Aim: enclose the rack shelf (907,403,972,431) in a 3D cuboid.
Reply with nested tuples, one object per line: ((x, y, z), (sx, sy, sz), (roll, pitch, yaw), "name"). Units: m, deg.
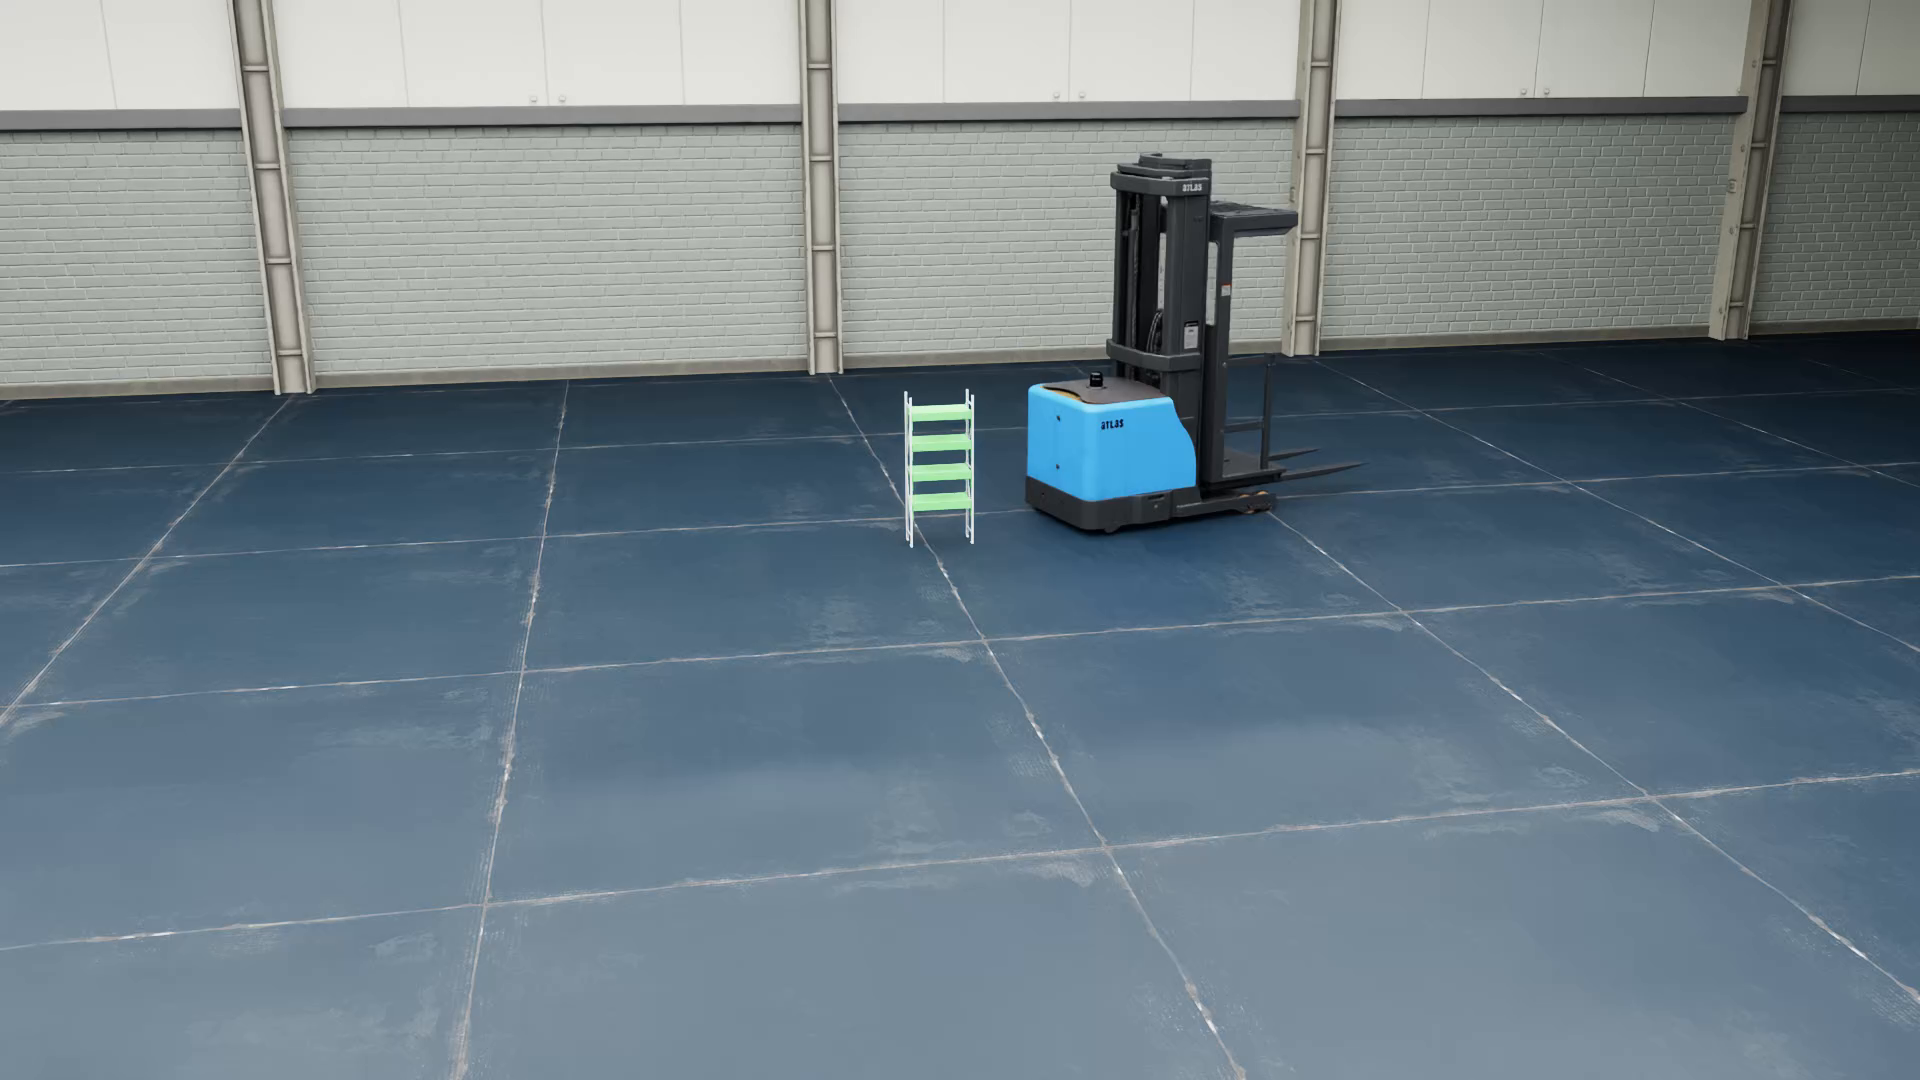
((-0.163, -0.962, 12.983), (0.480, 0.148, 0.258), (-3, 17, -10), "rack shelf")

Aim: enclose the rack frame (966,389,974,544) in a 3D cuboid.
((0.077, -0.578, 13.150), (0.015, 1.200, 0.240), (-3, 17, -10), "rack frame")

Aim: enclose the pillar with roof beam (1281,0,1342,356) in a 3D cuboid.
((5.099, -5.409, 15.597), (0.400, 9.000, 9.100), (-3, 17, -10), "pillar with roof beam")

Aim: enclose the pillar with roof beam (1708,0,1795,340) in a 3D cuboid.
((10.990, -5.744, 16.685), (0.400, 9.000, 9.100), (-3, 17, -10), "pillar with roof beam")

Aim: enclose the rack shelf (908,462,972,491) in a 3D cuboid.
((-0.163, -0.503, 13.124), (0.480, 0.148, 0.258), (-3, 17, -10), "rack shelf")

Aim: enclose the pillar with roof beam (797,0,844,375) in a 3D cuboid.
((-0.792, -5.075, 14.509), (0.400, 9.000, 9.100), (-3, 17, -10), "pillar with roof beam")

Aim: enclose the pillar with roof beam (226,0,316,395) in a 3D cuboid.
((-6.683, -4.741, 13.421), (0.400, 9.000, 9.100), (-3, 17, -10), "pillar with roof beam")

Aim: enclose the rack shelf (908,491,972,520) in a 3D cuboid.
((-0.163, -0.274, 13.195), (0.480, 0.148, 0.258), (-3, 17, -10), "rack shelf")

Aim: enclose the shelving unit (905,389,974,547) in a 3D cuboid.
((-0.163, -0.564, 13.106), (0.503, 1.200, 0.258), (-3, 17, -10), "shelving unit")

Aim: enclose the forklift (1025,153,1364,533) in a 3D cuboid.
((2.100, -1.746, 14.003), (3.031, 2.935, 1.130), (-9, 19, -27), "forklift")

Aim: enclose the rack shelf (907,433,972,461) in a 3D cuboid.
((-0.163, -0.733, 13.054), (0.480, 0.148, 0.258), (-3, 17, -10), "rack shelf")

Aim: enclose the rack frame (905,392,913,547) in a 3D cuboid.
((-0.402, -0.551, 13.061), (0.015, 1.200, 0.240), (-3, 17, -10), "rack frame")
